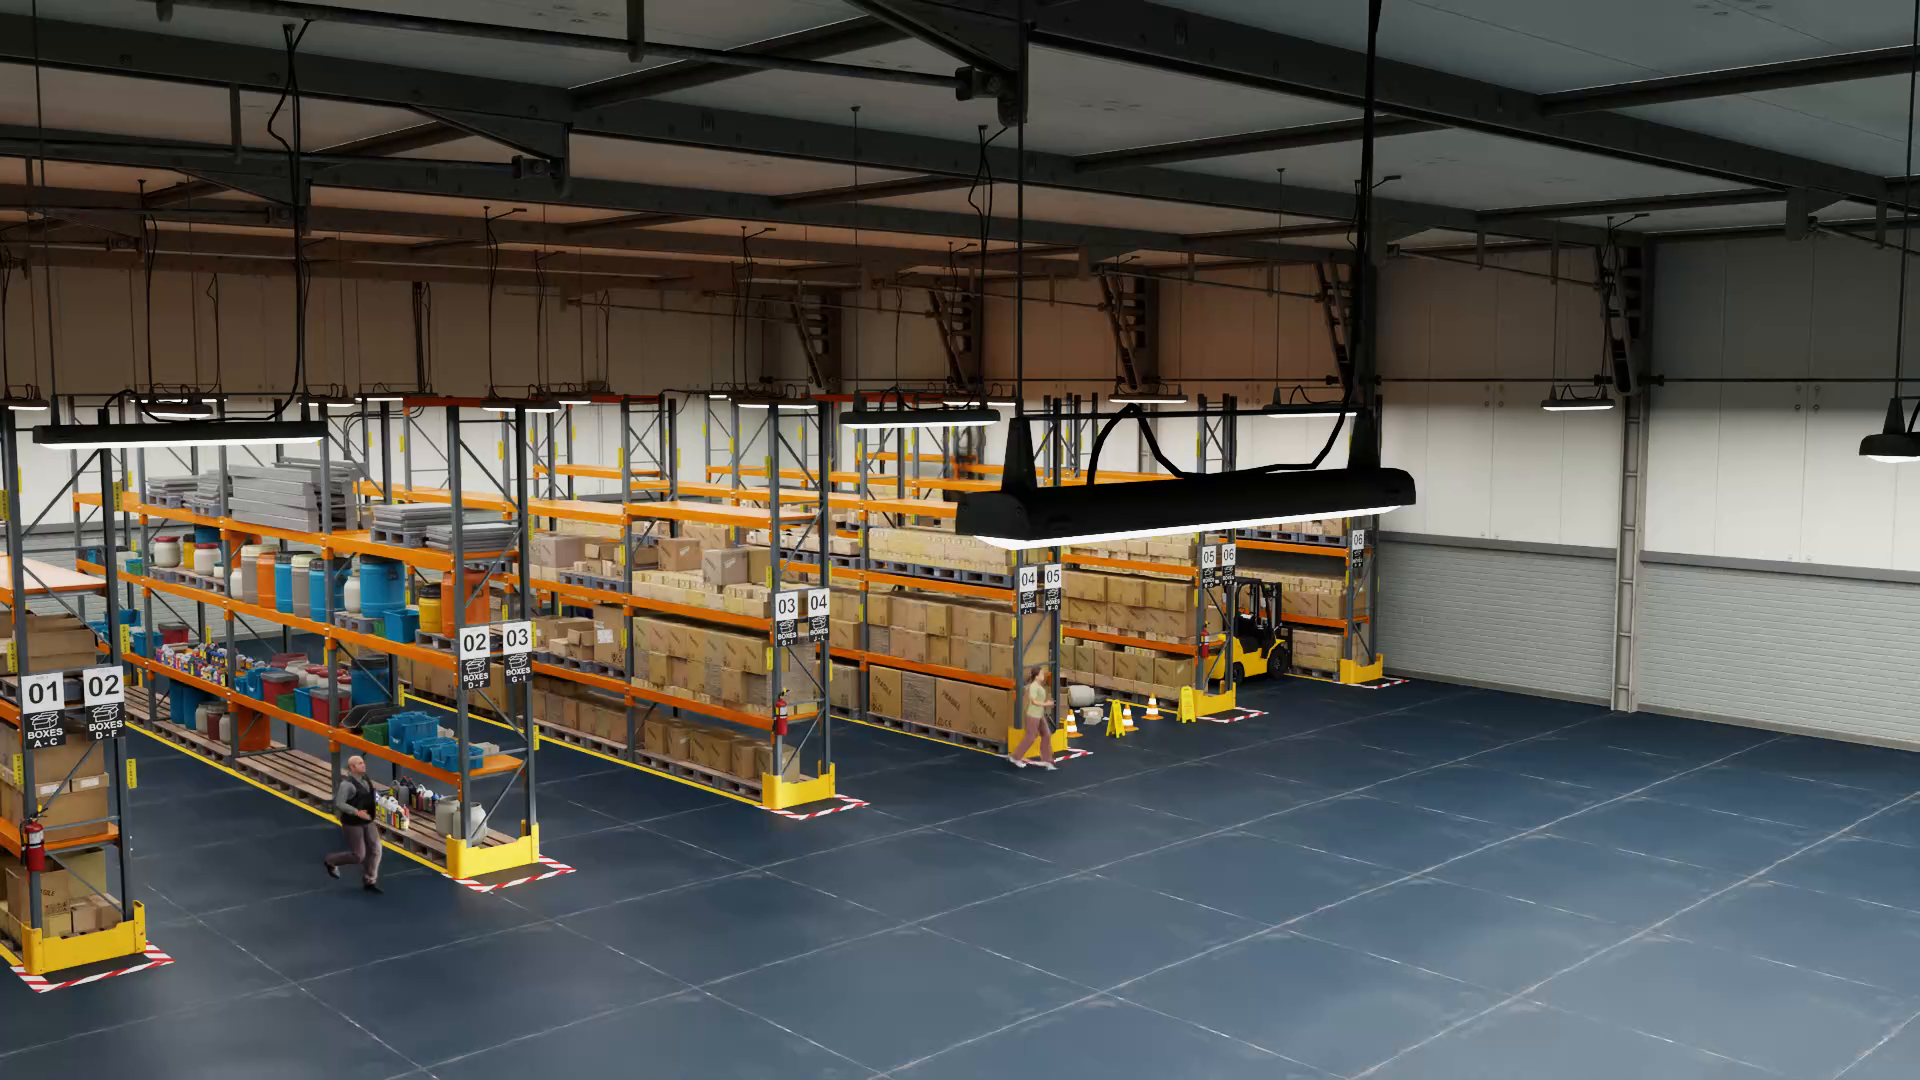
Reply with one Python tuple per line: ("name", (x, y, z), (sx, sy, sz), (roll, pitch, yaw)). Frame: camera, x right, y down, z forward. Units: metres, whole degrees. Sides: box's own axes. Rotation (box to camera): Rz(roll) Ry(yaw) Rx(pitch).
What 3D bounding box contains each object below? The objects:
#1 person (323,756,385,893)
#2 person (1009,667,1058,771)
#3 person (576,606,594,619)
("person", (-7.501, 3.517, 20.608), (0.799, 1.719, 0.671), (2, 6, 16))
("person", (1.193, 2.900, 26.939), (0.788, 1.727, 0.592), (1, 6, 11))
("person", (-9.455, 1.480, 41.782), (0.635, 1.590, 0.756), (3, 6, 32))
